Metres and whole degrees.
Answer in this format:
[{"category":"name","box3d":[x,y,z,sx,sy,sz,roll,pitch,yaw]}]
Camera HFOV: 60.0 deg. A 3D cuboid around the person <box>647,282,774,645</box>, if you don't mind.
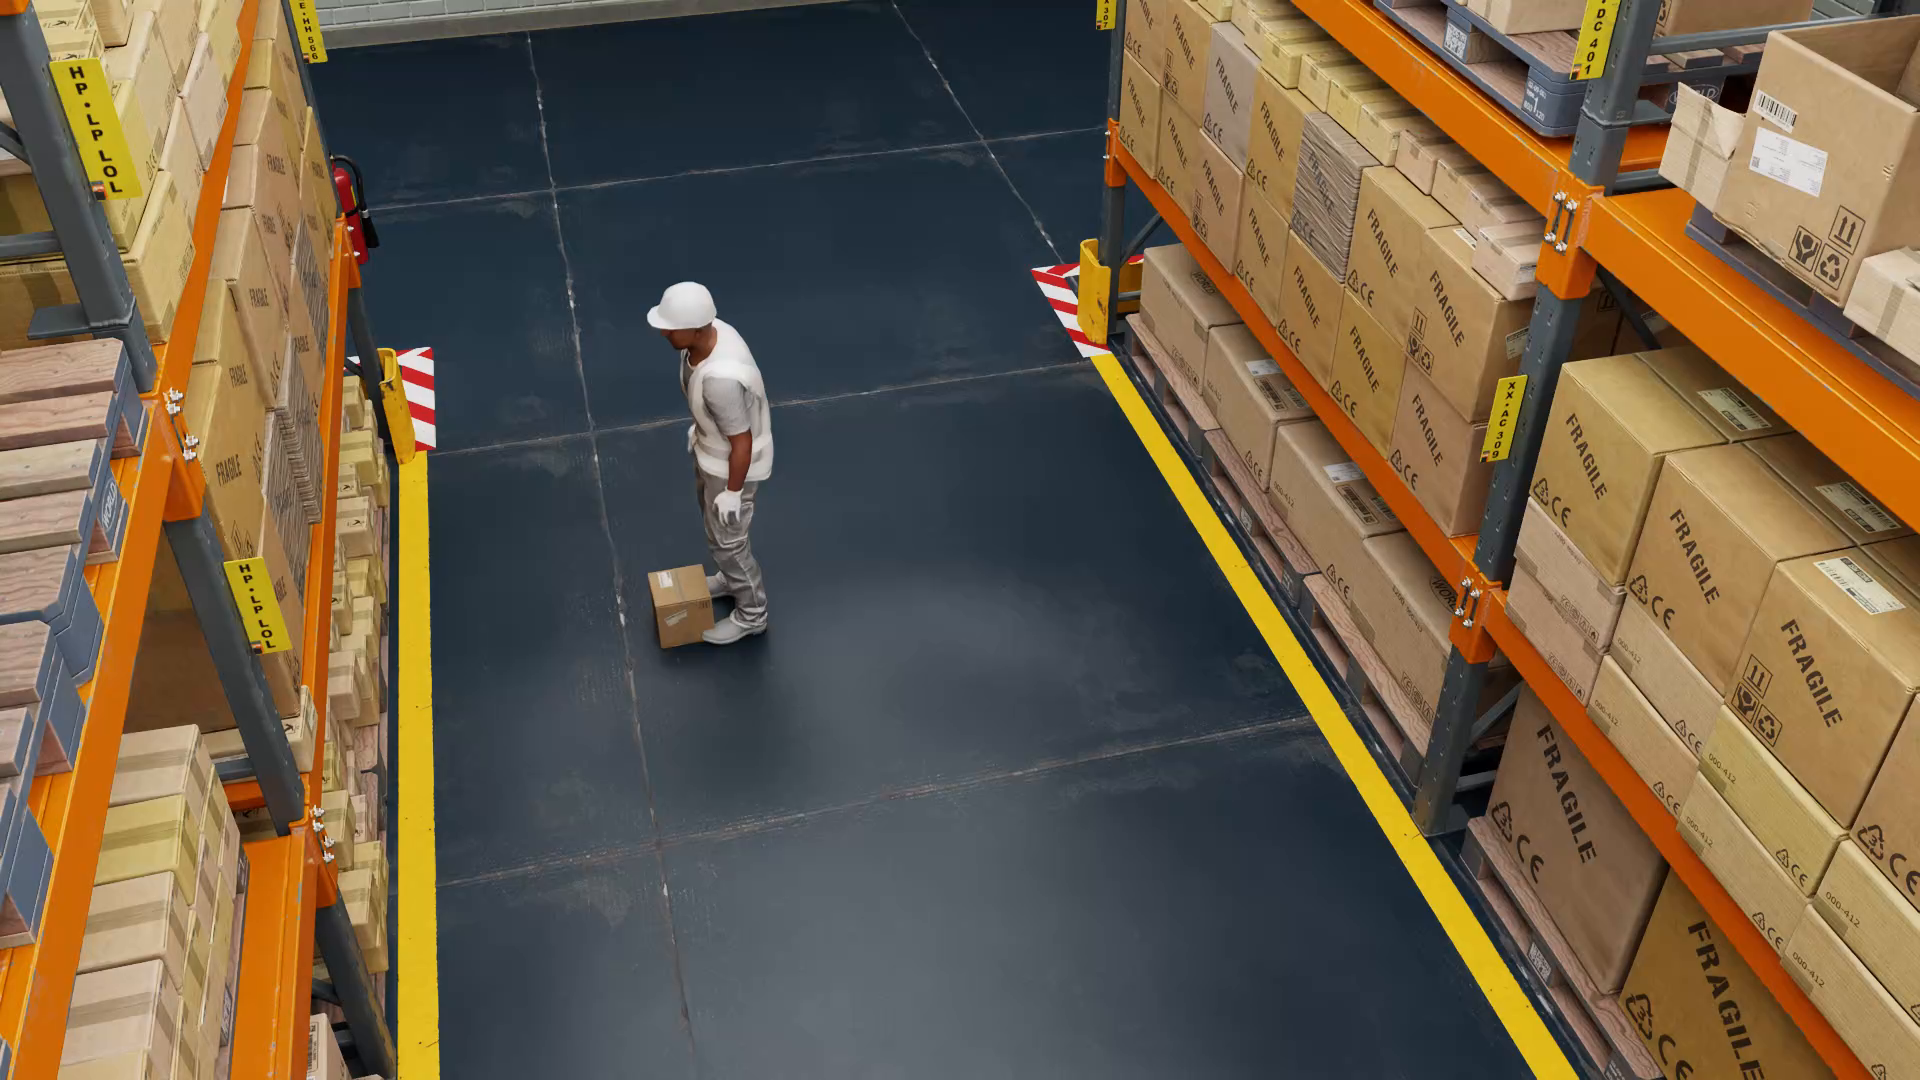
[{"category":"person","box3d":[-1.036,-0.339,7.144,0.450,1.773,0.623,-12,39,-15]}]
